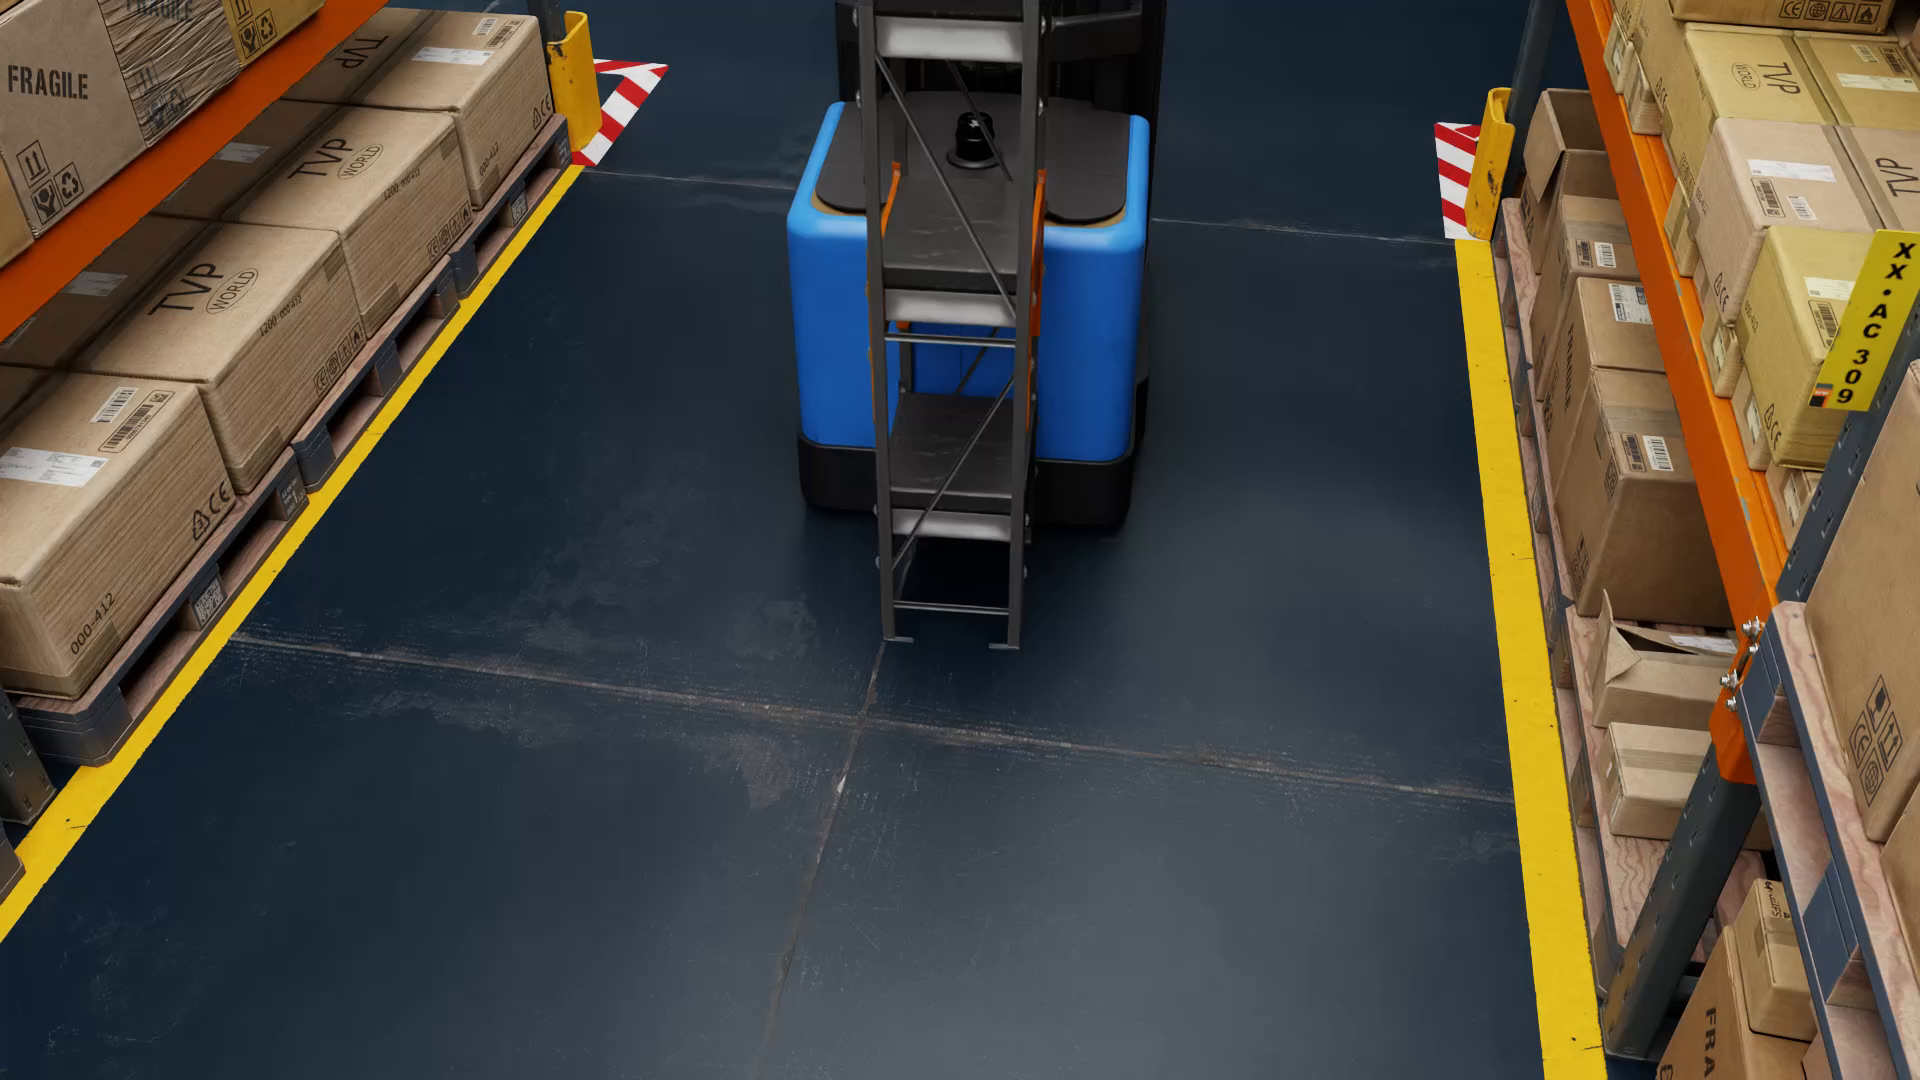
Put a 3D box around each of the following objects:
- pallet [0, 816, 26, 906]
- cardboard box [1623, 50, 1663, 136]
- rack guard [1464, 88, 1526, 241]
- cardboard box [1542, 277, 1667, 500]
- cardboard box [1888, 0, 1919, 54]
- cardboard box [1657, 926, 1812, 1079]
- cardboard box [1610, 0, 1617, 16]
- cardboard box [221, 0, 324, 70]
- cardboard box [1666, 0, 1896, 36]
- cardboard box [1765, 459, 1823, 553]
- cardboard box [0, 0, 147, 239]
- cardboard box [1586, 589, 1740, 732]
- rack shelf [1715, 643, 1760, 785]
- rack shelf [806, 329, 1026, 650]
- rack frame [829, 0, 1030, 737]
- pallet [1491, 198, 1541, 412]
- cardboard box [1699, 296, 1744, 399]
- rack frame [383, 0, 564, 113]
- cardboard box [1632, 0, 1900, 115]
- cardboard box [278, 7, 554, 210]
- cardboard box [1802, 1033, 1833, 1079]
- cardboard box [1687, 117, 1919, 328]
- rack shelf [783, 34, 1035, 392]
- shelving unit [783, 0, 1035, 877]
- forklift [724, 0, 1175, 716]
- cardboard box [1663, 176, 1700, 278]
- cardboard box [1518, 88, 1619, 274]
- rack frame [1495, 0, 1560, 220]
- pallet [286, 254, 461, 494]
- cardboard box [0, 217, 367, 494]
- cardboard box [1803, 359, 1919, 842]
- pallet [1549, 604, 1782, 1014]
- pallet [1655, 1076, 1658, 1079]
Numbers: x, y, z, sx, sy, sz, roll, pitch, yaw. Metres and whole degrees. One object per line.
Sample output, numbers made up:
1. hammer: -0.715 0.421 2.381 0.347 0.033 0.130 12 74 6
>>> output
1. pallet: -2.967 1.069 3.791 1.003 0.211 1.213 6 40 8
2. cardboard box: 2.050 -1.220 4.569 0.380 0.149 0.250 7 40 9
3. rack guard: 2.661 -1.453 6.615 1.175 0.500 0.348 6 40 8
4. cardboard box: 2.099 -0.436 5.055 0.500 0.500 0.500 7 40 8
5. cardboard box: 2.584 -1.241 4.281 0.500 0.250 0.500 6 40 8
6. cardboard box: 1.677 1.127 3.165 0.500 0.500 0.500 8 40 10
7. cardboard box: 2.233 -1.705 5.156 0.380 0.149 0.250 8 40 9
8. cardboard box: -2.296 -1.753 4.937 0.500 0.500 0.500 8 40 9
9. cardboard box: 2.071 -1.613 4.143 0.500 0.500 0.500 7 40 9
10. cardboard box: 1.788 -0.084 3.195 0.380 0.149 0.250 7 40 8
11. cardboard box: -2.477 -1.118 4.169 0.500 0.500 0.500 7 40 8
12. cardboard box: 1.851 0.332 4.310 0.396 0.266 0.258 8 40 9
13. rack shelf: 1.636 1.579 1.551 1.077 0.370 4.000 6 40 8
14. rack shelf: -0.086 -0.118 3.766 0.431 0.518 0.480 4 40 5
15. rack frame: -0.061 -0.283 3.944 0.400 2.100 0.015 4 40 5
16. pallet: 2.524 -0.841 6.101 1.003 0.211 1.213 6 40 8
17. cardboard box: 1.833 -0.416 3.596 0.380 0.149 0.250 7 40 9
18. rack frame: -2.215 -3.009 6.535 1.000 3.000 0.127 6 40 8
19. cardboard box: 2.091 -1.307 4.361 0.500 0.250 0.500 5 40 7
20. cardboard box: -2.231 -1.758 6.703 0.875 0.438 0.875 5 40 6
21. cardboard box: 1.686 0.976 2.838 0.380 0.149 0.250 5 40 6
22. cardboard box: 1.902 -0.673 3.594 0.500 0.250 0.500 7 40 8
23. rack shelf: -0.086 -0.657 3.320 0.431 0.518 0.480 4 40 5
24. shelving unit: -0.086 -0.128 3.757 0.431 2.100 0.503 4 40 5
25. forklift: 0.073 -1.578 4.859 1.130 2.935 3.031 4 40 5
26. cardboard box: 1.922 -0.741 3.989 0.380 0.149 0.250 6 40 7
27. cardboard box: 2.475 -1.290 6.086 0.797 0.503 0.637 5 40 6
28. rack frame: 2.674 -2.464 5.876 1.000 3.000 0.127 6 40 8
29. pallet: -2.490 -0.660 5.883 1.003 0.211 1.213 6 40 8
30. cardboard box: -2.539 -0.617 5.323 0.875 0.438 0.875 5 40 6
31. cardboard box: 1.678 0.125 2.336 0.700 0.500 0.500 7 40 9
32. pallet: 2.102 0.691 4.249 1.003 0.211 1.213 6 40 8
33. pallet: 1.878 1.636 3.106 1.003 0.211 1.213 6 40 8
